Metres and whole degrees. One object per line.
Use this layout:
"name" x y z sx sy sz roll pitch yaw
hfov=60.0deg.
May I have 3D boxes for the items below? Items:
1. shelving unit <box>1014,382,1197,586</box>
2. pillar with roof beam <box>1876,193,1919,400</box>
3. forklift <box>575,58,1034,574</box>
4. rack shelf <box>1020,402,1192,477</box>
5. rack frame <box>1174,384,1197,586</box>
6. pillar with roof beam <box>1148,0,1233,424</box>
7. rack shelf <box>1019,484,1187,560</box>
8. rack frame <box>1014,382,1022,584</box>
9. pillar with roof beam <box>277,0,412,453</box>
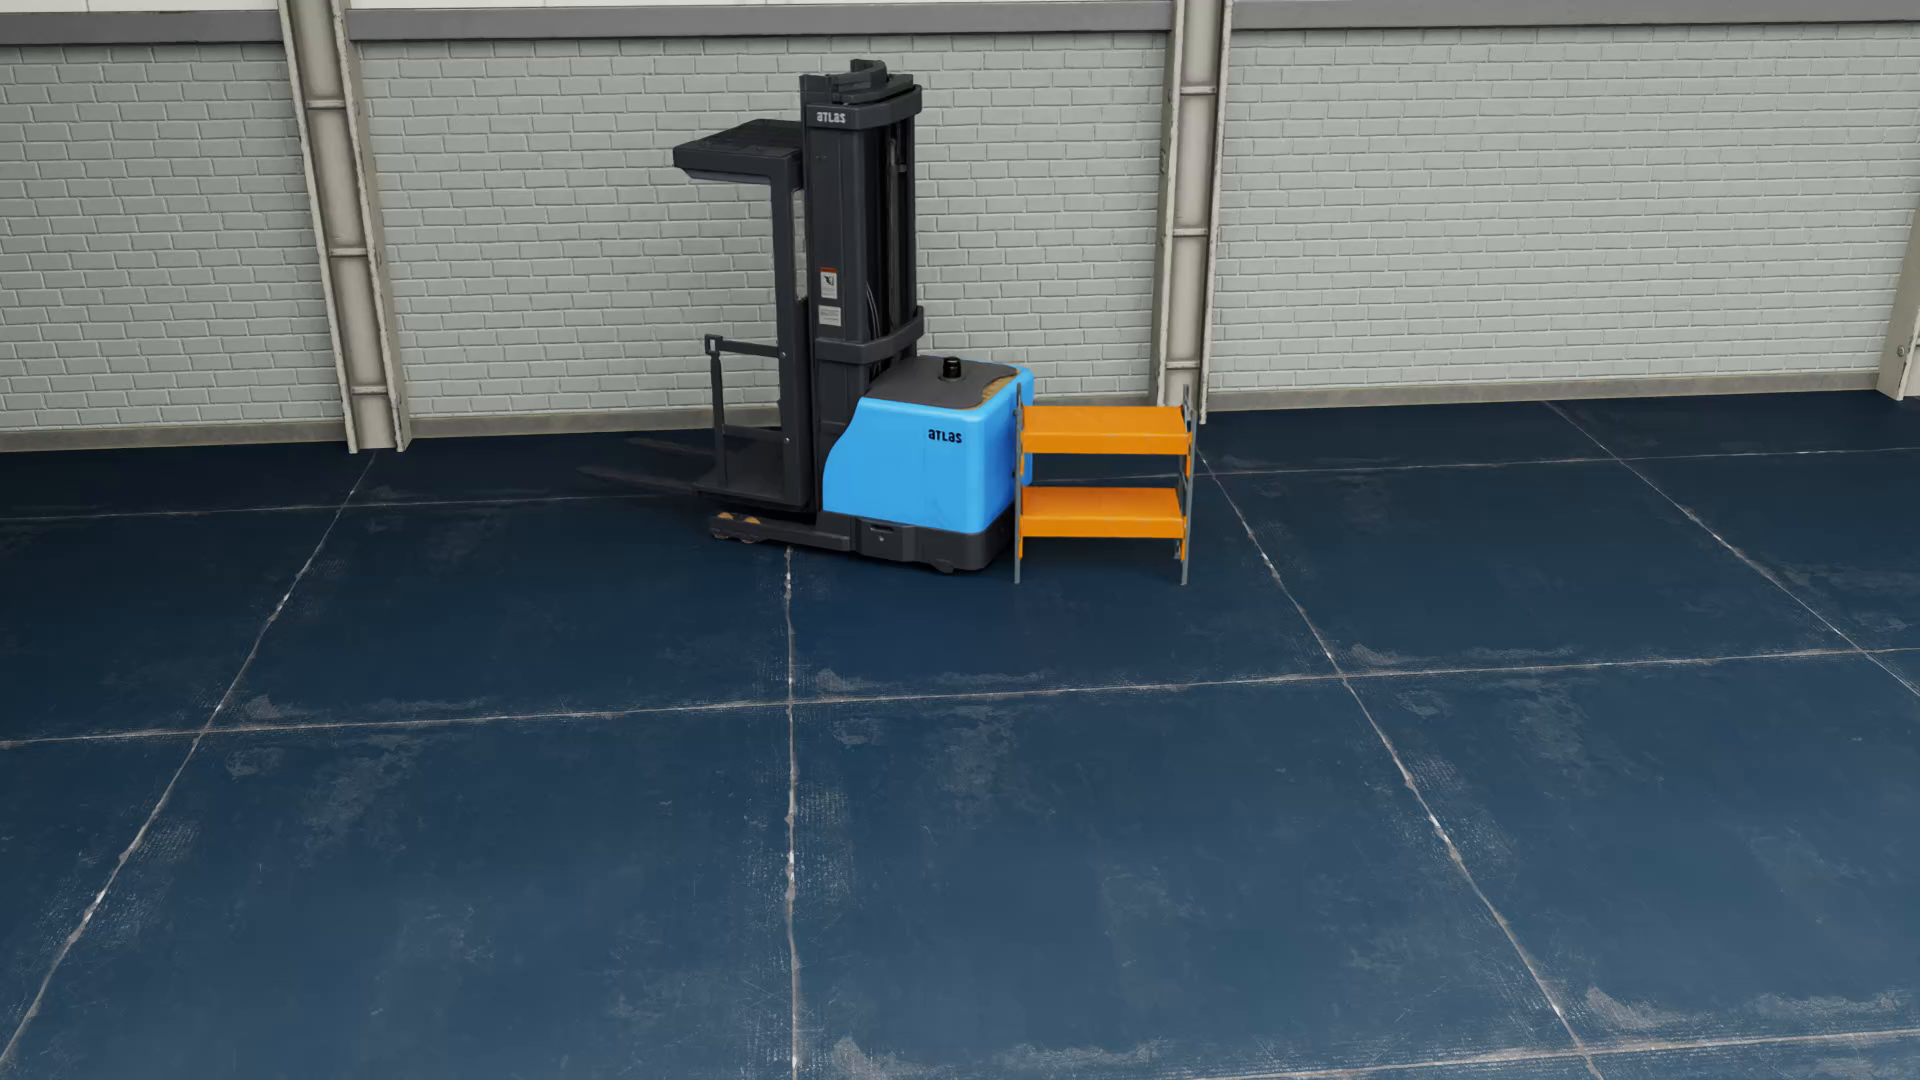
"shelving unit" 0.862 -0.341 10.133 1.048 1.125 0.538 1 24 1
"pillar with roof beam" 8.071 -3.557 7.673 0.400 9.000 9.100 -2 24 -5
"forklift" -1.084 -1.503 10.522 3.031 2.935 1.130 9 26 20
"rack shelf" 0.862 -0.609 10.014 1.000 0.278 0.538 1 24 1
"rack frame" 1.371 -0.336 10.122 0.032 1.125 0.500 1 24 1
"pillar with roof beam" 2.100 -3.317 7.134 0.400 9.000 9.100 -2 24 -5
"rack shelf" 0.862 -0.118 10.232 1.000 0.278 0.538 1 24 1
"rack frame" 0.354 -0.346 10.144 0.032 1.125 0.500 1 24 1
"pillar with roof beam" -3.871 -3.078 6.595 0.400 9.000 9.100 -2 24 -5
